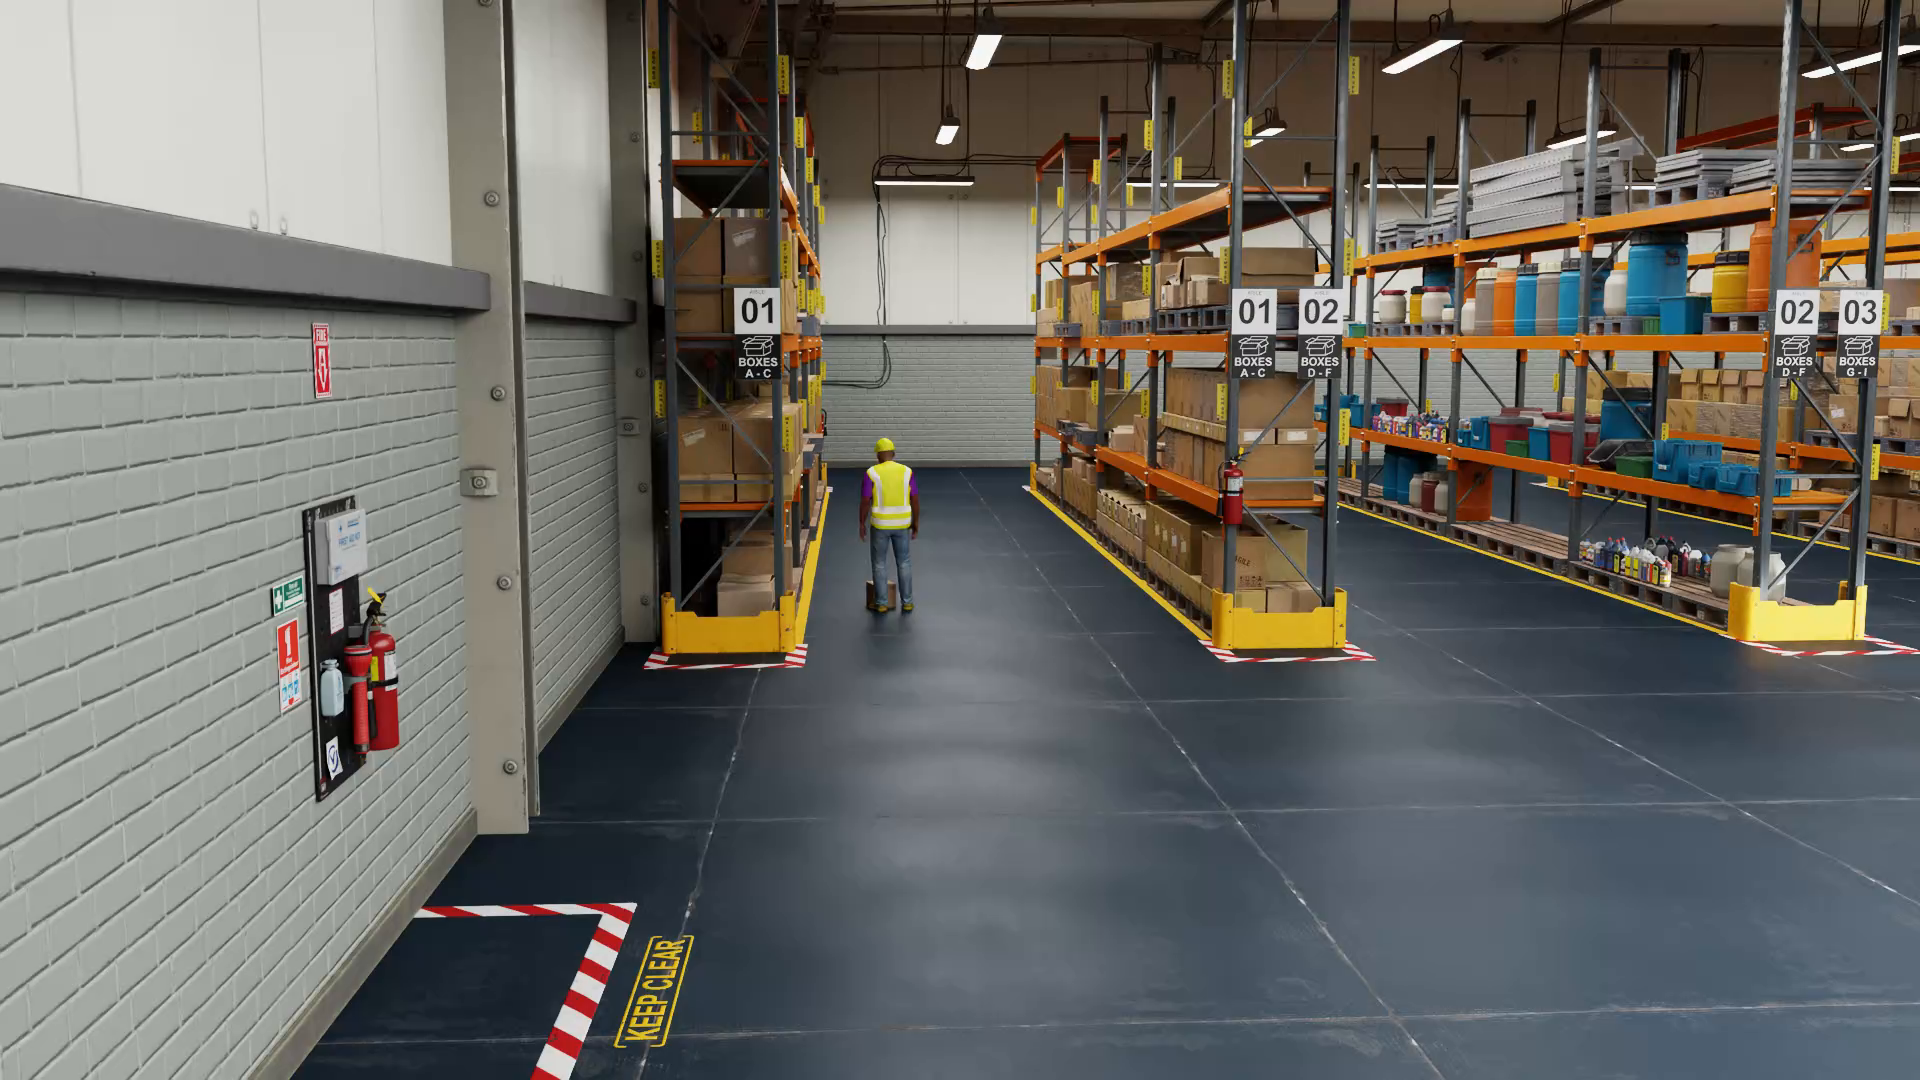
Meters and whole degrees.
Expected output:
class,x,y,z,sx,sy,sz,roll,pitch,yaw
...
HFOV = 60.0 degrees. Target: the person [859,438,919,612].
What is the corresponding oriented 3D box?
class,x,y,z,sx,sy,sz,roll,pitch,yaw
person,-0.726,-0.159,17.001,0.632,1.760,0.463,-2,7,-17
